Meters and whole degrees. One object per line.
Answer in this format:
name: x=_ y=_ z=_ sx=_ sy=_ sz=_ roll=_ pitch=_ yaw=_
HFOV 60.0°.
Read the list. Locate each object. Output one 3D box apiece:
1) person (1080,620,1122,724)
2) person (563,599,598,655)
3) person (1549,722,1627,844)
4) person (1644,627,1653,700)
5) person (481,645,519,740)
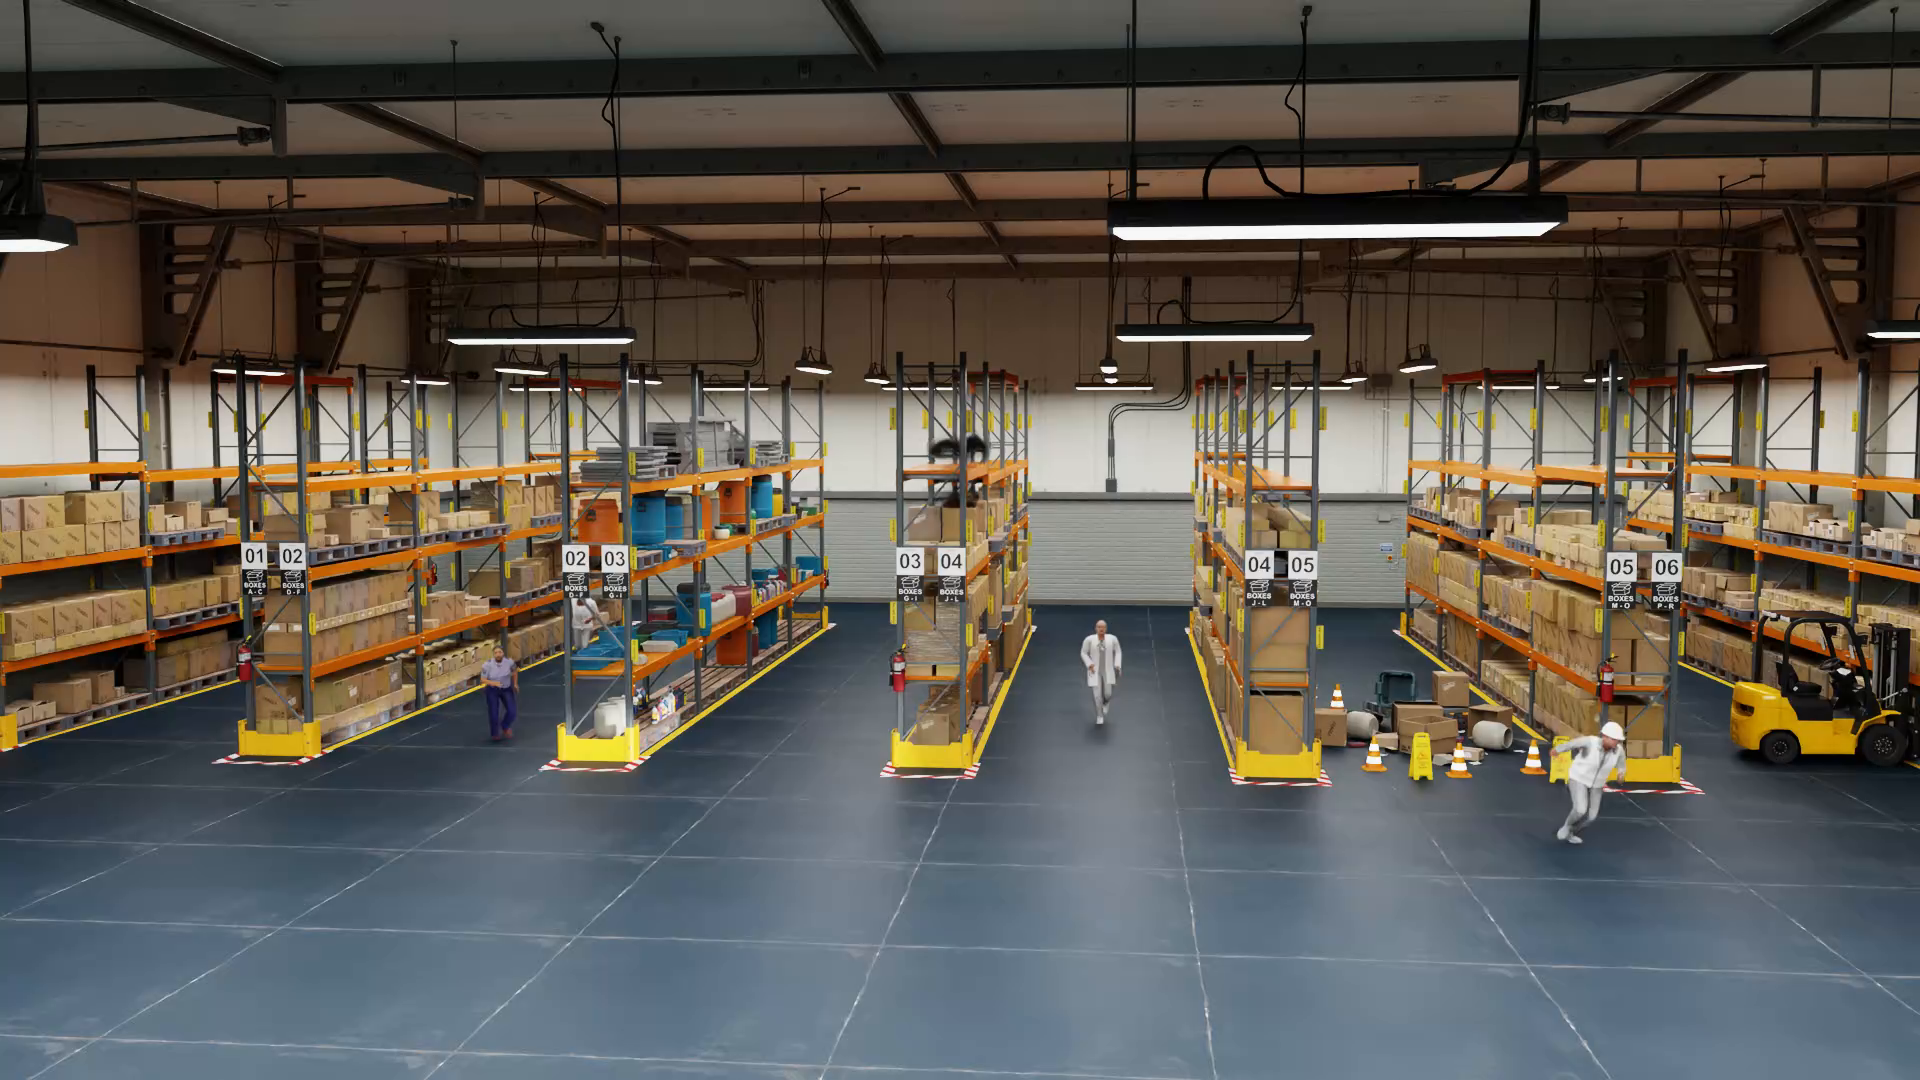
person: x=2.345 y=2.185 z=27.600 sx=0.699 sy=1.724 sz=0.668 roll=0 pitch=4 yaw=-2
person: x=-7.649 y=1.789 z=33.556 sx=0.698 sy=1.686 sz=0.733 roll=-1 pitch=4 yaw=-13
person: x=7.402 y=2.842 z=19.441 sx=0.661 sy=1.537 sz=0.987 roll=0 pitch=4 yaw=-6
person: x=11.524 y=2.221 z=28.100 sx=0.531 sy=1.567 sz=0.898 roll=0 pitch=4 yaw=1
person: x=-7.172 y=2.386 z=25.944 sx=0.608 sy=1.540 sz=0.817 roll=-2 pitch=4 yaw=-24
